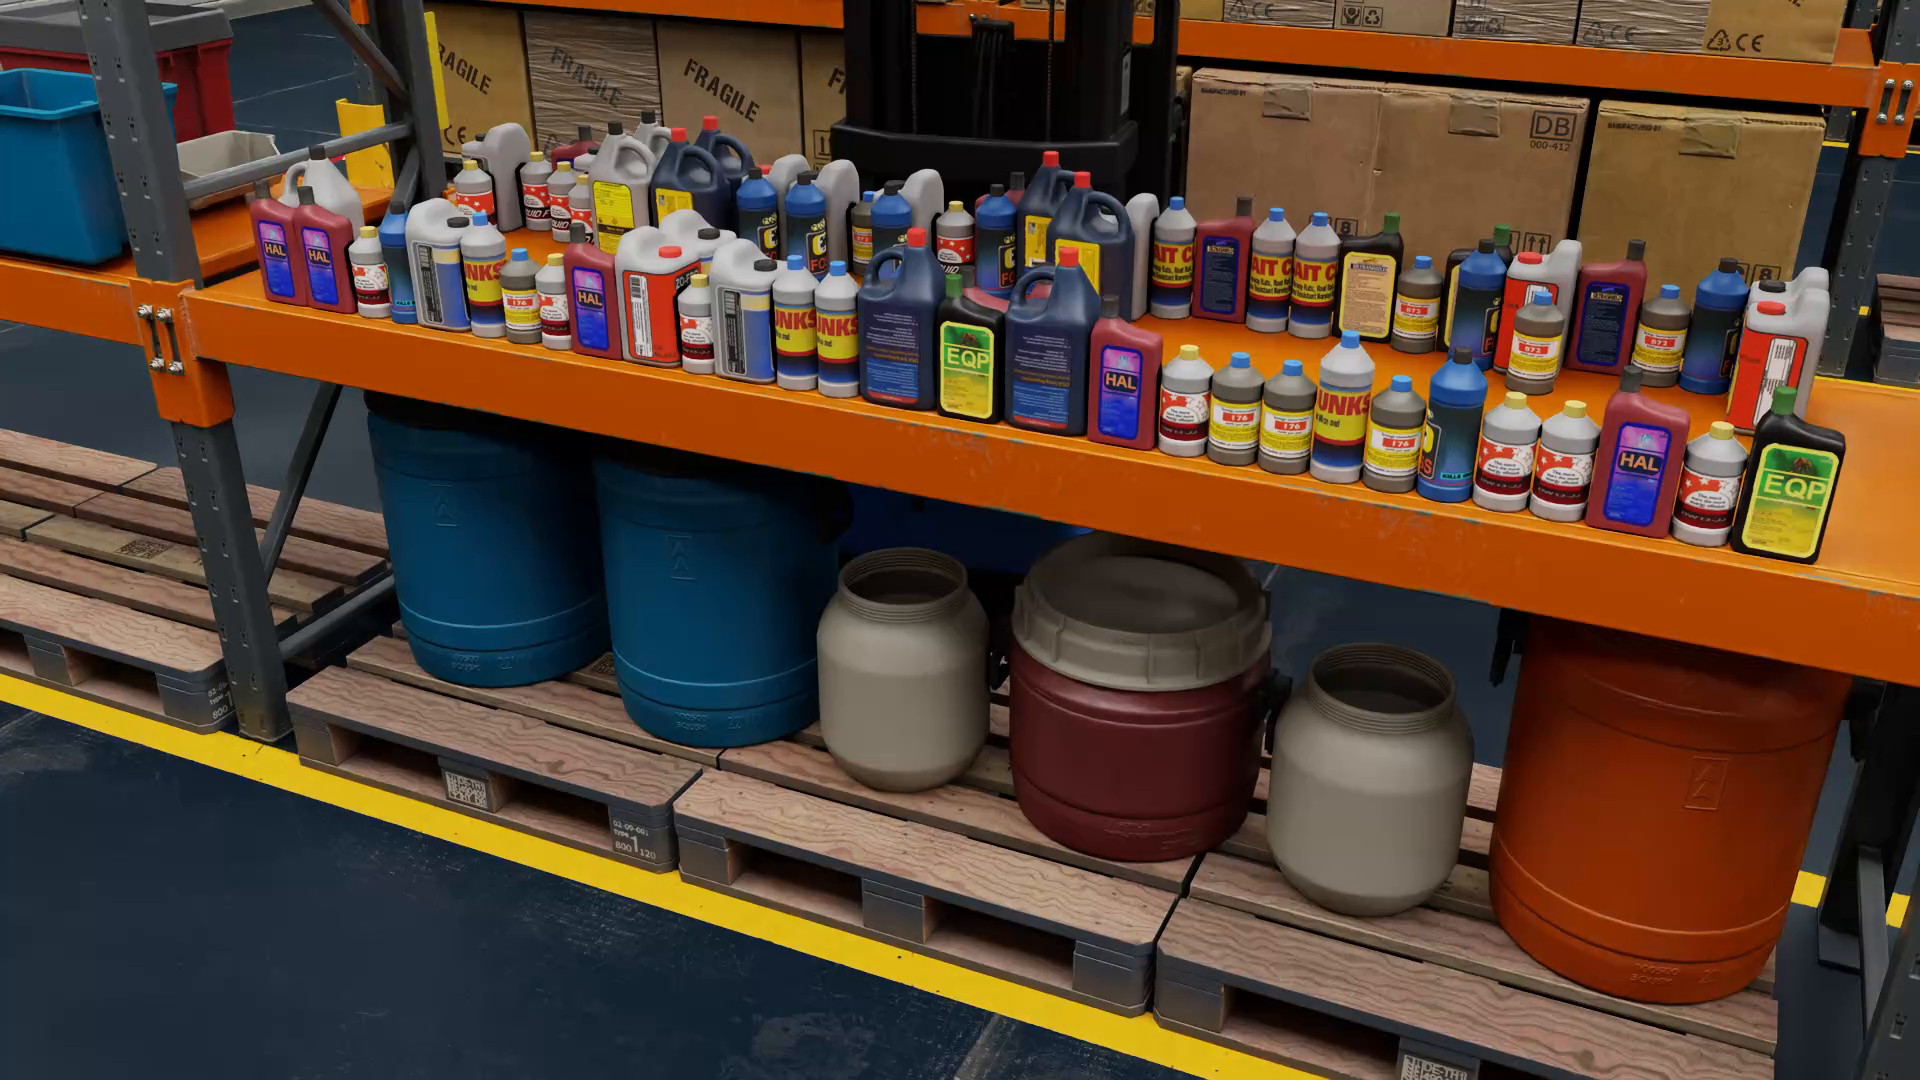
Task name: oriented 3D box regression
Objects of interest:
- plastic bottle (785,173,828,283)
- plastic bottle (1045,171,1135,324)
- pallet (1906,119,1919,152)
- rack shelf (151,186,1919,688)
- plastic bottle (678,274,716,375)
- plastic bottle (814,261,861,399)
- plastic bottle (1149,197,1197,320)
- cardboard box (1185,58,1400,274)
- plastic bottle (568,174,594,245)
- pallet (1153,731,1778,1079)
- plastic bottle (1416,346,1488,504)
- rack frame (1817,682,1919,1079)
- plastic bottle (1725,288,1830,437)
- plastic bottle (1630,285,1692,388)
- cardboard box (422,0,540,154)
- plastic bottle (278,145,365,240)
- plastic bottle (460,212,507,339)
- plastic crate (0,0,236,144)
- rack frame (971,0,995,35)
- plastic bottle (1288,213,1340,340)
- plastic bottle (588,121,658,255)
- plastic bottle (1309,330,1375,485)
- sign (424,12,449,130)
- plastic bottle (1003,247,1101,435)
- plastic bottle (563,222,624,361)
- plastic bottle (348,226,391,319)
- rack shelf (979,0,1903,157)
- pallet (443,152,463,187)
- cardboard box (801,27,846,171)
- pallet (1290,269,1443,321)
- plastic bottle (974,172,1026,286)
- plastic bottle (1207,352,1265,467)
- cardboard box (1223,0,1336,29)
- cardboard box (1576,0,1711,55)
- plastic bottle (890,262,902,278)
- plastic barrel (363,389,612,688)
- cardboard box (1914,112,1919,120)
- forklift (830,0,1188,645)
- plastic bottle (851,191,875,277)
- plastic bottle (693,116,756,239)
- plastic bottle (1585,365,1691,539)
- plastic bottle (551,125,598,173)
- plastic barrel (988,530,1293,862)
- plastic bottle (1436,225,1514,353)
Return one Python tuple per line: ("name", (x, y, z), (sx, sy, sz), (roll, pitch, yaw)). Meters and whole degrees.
("plastic bottle", (-0.373, -0.751, 4.025), (0.097, 0.271, 0.097), (0, 26, 0))
("plastic bottle", (0.290, -0.642, 3.714), (0.185, 0.351, 0.144), (11, 28, 22))
("pallet", (6.778, -2.798, 11.195), (1.213, 0.211, 1.003), (11, 28, 22))
("rack shelf", (0.076, -0.299, 3.777), (4.000, 0.370, 1.077), (11, 28, 22))
("plastic bottle", (-0.544, -0.459, 3.512), (0.097, 0.201, 0.097), (0, 26, 0))
("plastic bottle", (-0.244, -0.431, 3.374), (0.097, 0.271, 0.097), (0, 26, 0))
("plastic bottle", (0.491, -0.651, 3.822), (0.097, 0.271, 0.097), (0, 26, 0))
("cardboard box", (1.710, -1.943, 8.230), (0.875, 0.875, 1.225), (10, 28, 20))
("plastic bottle", (-0.954, -0.836, 4.278), (0.097, 0.201, 0.097), (0, 26, 0))
("pallet", (1.162, 0.867, 3.750), (1.213, 0.211, 1.003), (11, 28, 22))
("plastic bottle", (0.867, -0.207, 2.921), (0.097, 0.271, 0.097), (0, 26, 0))
("rack frame", (1.897, -0.256, 2.875), (0.127, 3.000, 1.000), (11, 28, 22))
("plastic bottle", (1.574, -0.349, 3.203), (0.135, 0.276, 0.152), (11, 28, 22))
("plastic bottle", (1.454, -0.426, 3.445), (0.097, 0.201, 0.097), (0, 26, 0))
("cardboard box", (-2.720, -2.861, 10.095), (0.875, 0.875, 0.875), (11, 28, 22))
("plastic bottle", (-1.522, -0.764, 3.961), (0.185, 0.351, 0.144), (11, 28, 22))
("plastic bottle", (-1.054, -0.593, 3.705), (0.097, 0.271, 0.097), (0, 26, 0))
("plastic crate", (-2.454, -1.308, 4.870), (0.583, 0.464, 0.402), (11, 28, 22))
("rack frame", (0.306, -2.979, 8.406), (0.127, 3.000, 1.000), (11, 28, 22))
("plastic bottle", (0.790, -0.591, 3.701), (0.097, 0.271, 0.097), (0, 26, 0))
("plastic bottle", (-0.832, -0.871, 4.180), (0.185, 0.351, 0.144), (11, 28, 22))
("plastic bottle", (0.690, -0.243, 2.993), (0.097, 0.271, 0.097), (0, 26, 0))
("sign", (-1.515, -1.333, 4.748), (0.005, 0.325, 0.100), (11, 28, 22))
("plastic bottle", (0.184, -0.392, 3.205), (0.185, 0.351, 0.144), (11, 28, 22))
("plastic bottle", (-0.779, -0.535, 3.572), (0.133, 0.283, 0.061), (11, 28, 22))
("plastic bottle", (-1.353, -0.622, 3.842), (0.097, 0.201, 0.097), (0, 26, 0))
("rack shelf", (2.126, -2.291, 7.822), (4.000, 0.370, 1.077), (11, 28, 22))
("pallet", (-2.575, -2.345, 10.274), (1.213, 0.211, 1.003), (11, 28, 22))
("cardboard box", (-0.262, -2.367, 9.093), (0.875, 0.875, 0.875), (11, 28, 22))
("pallet", (2.154, -1.395, 8.345), (1.213, 0.211, 1.003), (11, 28, 22))
("plastic bottle", (0.103, -0.743, 3.996), (0.133, 0.283, 0.061), (11, 28, 22))
("plastic bottle", (0.513, -0.247, 3.081), (0.097, 0.201, 0.097), (0, 26, 0))
("cardboard box", (1.534, -2.656, 7.636), (0.500, 0.500, 0.500), (11, 28, 21))
("cardboard box", (2.944, -2.377, 7.069), (0.500, 0.500, 0.500), (11, 28, 21))
("plastic bottle", (-0.096, -0.471, 3.456), (0.097, 0.271, 0.097), (0, 26, 0))
("plastic barrel", (-1.256, -0.129, 4.515), (0.708, 0.901, 0.600), (11, 28, 22))
("cardboard box", (6.609, -3.255, 11.038), (0.750, 0.750, 1.050), (11, 28, 21))
("forklift", (0.235, -1.614, 5.711), (1.130, 2.935, 3.031), (7, 27, 14))
("plastic bottle", (-0.221, -0.763, 4.128), (0.097, 0.201, 0.097), (0, 26, 0))
("plastic bottle", (-0.604, -0.895, 4.229), (0.185, 0.351, 0.144), (11, 28, 22))
("plastic bottle", (1.142, -0.149, 2.788), (0.133, 0.283, 0.061), (11, 28, 22))
("plastic bottle", (-1.023, -0.969, 4.455), (0.133, 0.283, 0.061), (11, 28, 22))
("plastic barrel", (0.416, 0.348, 3.902), (0.708, 0.588, 0.600), (11, 28, 22))
("plastic bottle", (1.112, -0.541, 3.584), (0.133, 0.283, 0.061), (11, 28, 22))
